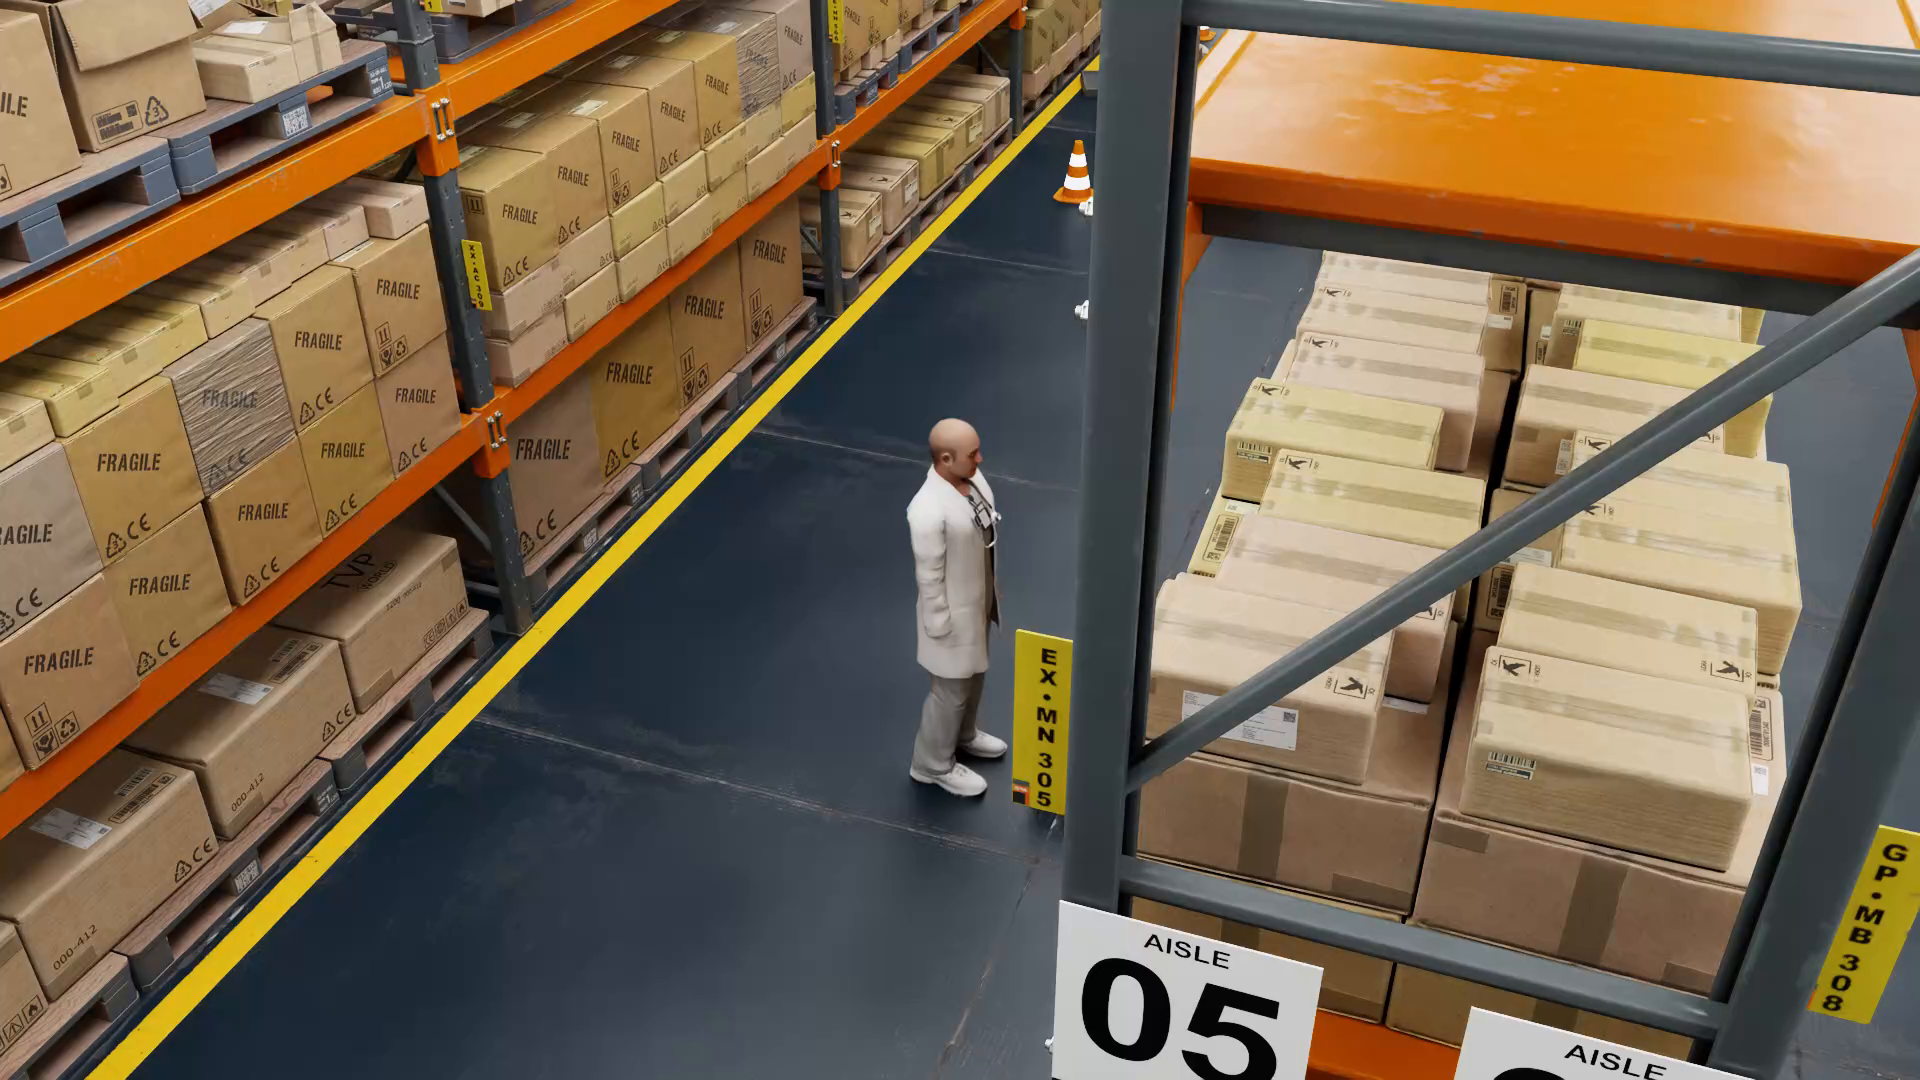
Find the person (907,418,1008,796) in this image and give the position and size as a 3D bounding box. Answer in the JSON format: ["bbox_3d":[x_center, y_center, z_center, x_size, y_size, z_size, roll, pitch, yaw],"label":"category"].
[{"bbox_3d":[0.003,0.274,7.166,0.379,1.775,0.562,12,35,18],"label":"person"}]
